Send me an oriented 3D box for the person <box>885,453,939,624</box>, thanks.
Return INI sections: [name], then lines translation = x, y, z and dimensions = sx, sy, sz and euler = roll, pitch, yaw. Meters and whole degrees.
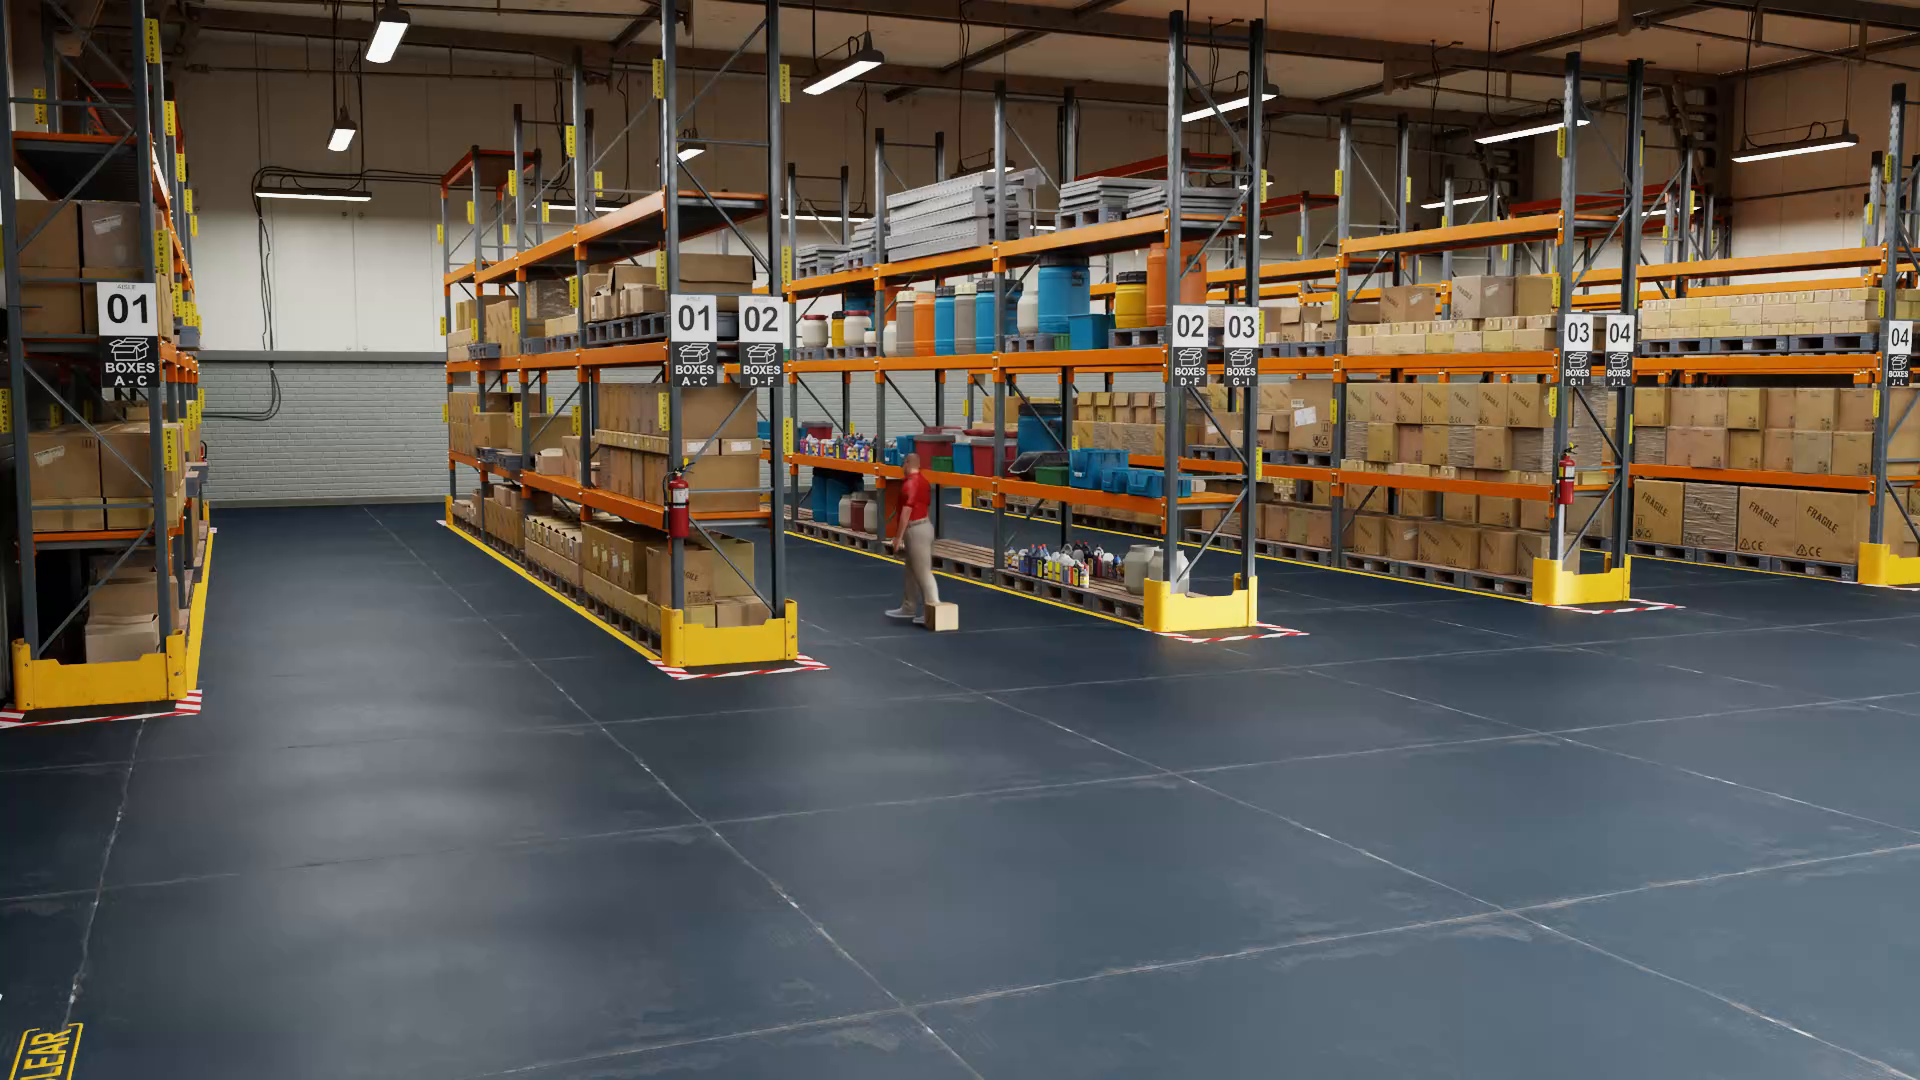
[person]
translation = -0.482, -0.032, 16.972
dimensions = 0.646, 1.712, 0.627
euler = 1, 5, 11
